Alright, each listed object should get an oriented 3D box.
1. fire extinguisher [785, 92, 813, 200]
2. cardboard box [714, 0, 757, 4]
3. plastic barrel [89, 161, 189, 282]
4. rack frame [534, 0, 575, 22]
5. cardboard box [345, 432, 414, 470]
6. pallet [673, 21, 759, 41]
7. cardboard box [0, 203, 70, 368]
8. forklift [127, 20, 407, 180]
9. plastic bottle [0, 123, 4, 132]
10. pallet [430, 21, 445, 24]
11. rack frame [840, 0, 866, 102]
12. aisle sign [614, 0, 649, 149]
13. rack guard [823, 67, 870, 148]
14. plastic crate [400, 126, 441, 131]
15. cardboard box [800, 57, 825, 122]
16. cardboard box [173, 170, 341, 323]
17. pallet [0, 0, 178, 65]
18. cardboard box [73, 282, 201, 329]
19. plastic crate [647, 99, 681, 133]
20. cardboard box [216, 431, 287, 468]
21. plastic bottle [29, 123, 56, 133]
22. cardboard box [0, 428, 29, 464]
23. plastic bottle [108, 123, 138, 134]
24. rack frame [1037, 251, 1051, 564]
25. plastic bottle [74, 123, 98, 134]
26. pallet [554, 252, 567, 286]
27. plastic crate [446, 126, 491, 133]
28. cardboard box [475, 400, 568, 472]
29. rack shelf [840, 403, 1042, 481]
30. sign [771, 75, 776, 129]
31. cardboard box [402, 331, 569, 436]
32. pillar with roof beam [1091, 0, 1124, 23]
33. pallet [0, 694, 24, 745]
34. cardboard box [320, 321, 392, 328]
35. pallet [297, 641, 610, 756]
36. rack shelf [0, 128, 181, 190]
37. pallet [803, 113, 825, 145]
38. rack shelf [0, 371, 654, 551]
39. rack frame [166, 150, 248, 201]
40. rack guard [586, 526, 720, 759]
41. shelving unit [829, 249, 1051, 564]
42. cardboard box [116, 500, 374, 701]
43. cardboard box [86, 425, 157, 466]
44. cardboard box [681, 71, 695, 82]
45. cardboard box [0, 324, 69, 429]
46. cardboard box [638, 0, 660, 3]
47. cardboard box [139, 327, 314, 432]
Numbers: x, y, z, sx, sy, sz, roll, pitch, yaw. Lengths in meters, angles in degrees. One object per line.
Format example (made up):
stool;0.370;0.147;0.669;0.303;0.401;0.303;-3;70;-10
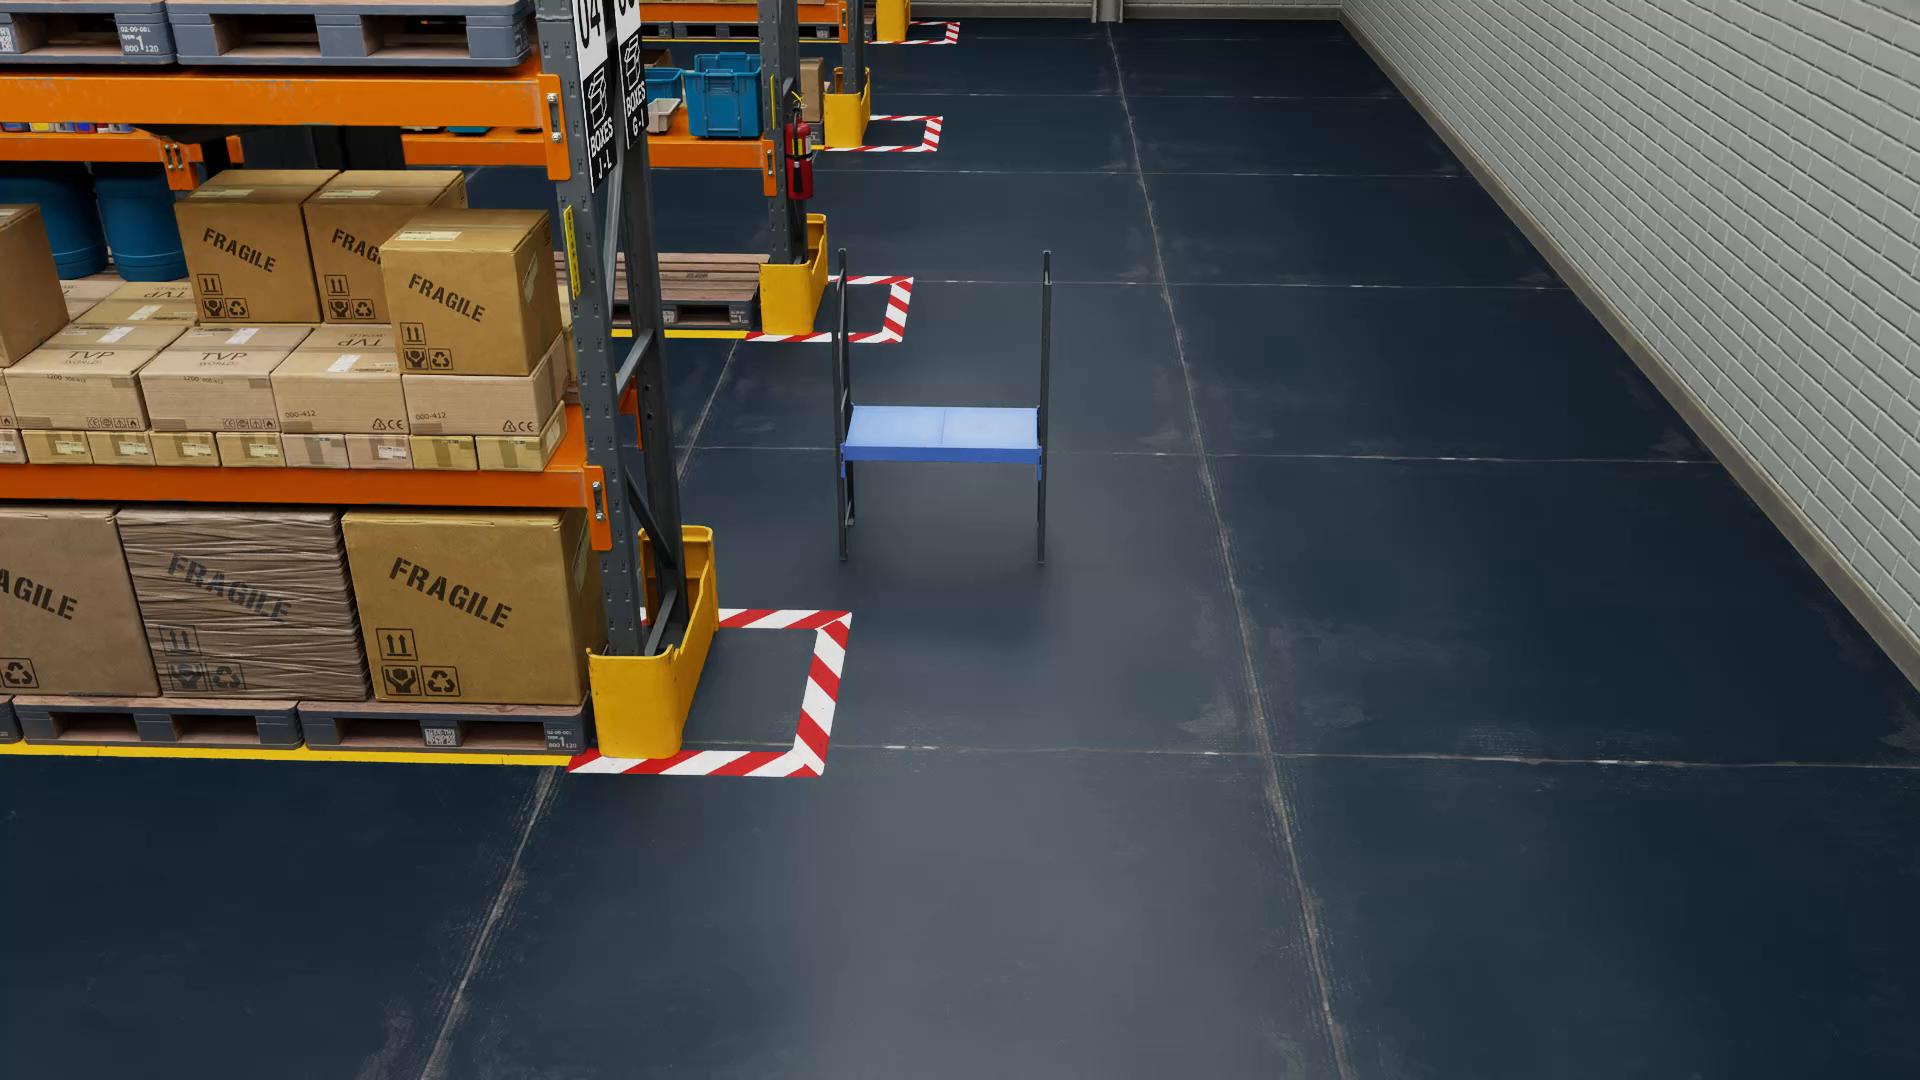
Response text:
fire extinguisher;-1.059;-2.582;10.898;0.183;0.674;0.296;1;28;2
cardboard box;-1.991;-5.245;15.336;0.500;0.500;0.500;1;28;2
plastic barrel;-5.735;-2.337;11.749;0.708;0.901;0.600;1;28;2
rack frame;-1.369;-3.328;5.420;0.127;3.000;1.000;1;28;2
cardboard box;-2.248;-0.426;6.620;0.250;0.149;0.380;1;28;2
pallet;-2.862;-6.399;20.596;1.213;0.211;1.003;1;28;2
cardboard box;-3.885;-0.994;6.465;0.500;0.500;0.500;0;28;0
forklift;-3.363;-1.157;7.803;1.130;2.935;3.031;21;35;35
plastic bottle;-6.466;-2.877;11.106;0.135;0.276;0.152;1;28;2
pallet;-6.838;-6.463;20.717;1.213;0.211;1.003;1;28;2
rack frame;-1.016;-5.314;15.572;0.127;3.000;1.000;1;28;2
aisle sign;-1.286;-1.965;6.479;0.004;0.787;0.394;1;28;2
rack guard;-1.092;-4.211;16.160;0.348;0.500;1.175;1;28;2
plastic crate;-3.672;-2.925;11.127;0.530;0.282;0.437;1;28;2
cardboard box;-1.568;-4.298;15.854;0.500;0.500;0.500;1;28;2
cardboard box;-2.857;-1.222;6.895;0.500;0.500;0.500;0;28;0
pallet;-3.333;-1.990;6.193;1.213;0.211;1.003;1;28;2
cardboard box;-3.383;-0.899;7.085;0.500;0.250;0.500;0;28;1
plastic crate;-2.016;-2.835;11.112;0.243;0.136;0.396;1;28;2
cardboard box;-2.757;-0.434;6.635;0.250;0.149;0.380;0;28;1
plastic bottle;-6.122;-2.902;11.075;0.185;0.351;0.144;1;28;2
cardboard box;-3.787;-0.451;6.666;0.250;0.149;0.380;1;28;2
plastic bottle;-5.597;-2.862;11.079;0.135;0.276;0.152;1;28;2
rack frame;0.423;-0.656;8.386;0.032;1.500;0.500;1;28;2
plastic bottle;-5.830;-2.848;11.045;0.133;0.283;0.061;1;28;2
pallet;-3.233;-1.817;11.952;1.213;0.211;1.003;1;28;2
plastic crate;-3.256;-2.862;11.062;0.300;0.233;0.416;1;28;2
cardboard box;-1.736;-0.418;6.605;0.250;0.149;0.380;1;28;3
rack shelf;-0.085;-0.505;8.486;1.000;0.185;0.538;1;28;2
sign;-1.197;-2.810;10.674;0.005;0.325;0.100;1;28;2
cardboard box;-1.863;-0.626;6.572;0.500;0.250;0.500;1;28;1
pillar with roof beam;1.732;-8.629;15.420;0.400;9.000;9.100;1;28;2
pallet;-4.609;0.538;7.510;1.213;0.211;1.003;1;28;2
cardboard box;-2.359;-0.882;7.055;0.500;0.250;0.500;1;28;1
pallet;-2.171;0.578;7.434;1.213;0.211;1.003;1;28;2
rack shelf;-7.190;-2.777;11.554;4.000;0.370;1.077;1;28;2
pallet;-1.888;-4.096;16.252;1.213;0.211;1.003;1;28;2
rack shelf;-3.368;-0.393;7.056;4.000;0.370;1.077;1;28;2
rack frame;-5.192;-3.062;11.323;0.127;3.000;1.000;1;28;2
rack guard;-1.345;0.427;7.410;0.348;0.500;1.175;1;28;2
shelving unit;-0.085;-0.664;8.401;1.048;1.500;0.538;1;28;2
cardboard box;-2.921;0.088;7.202;0.875;0.875;0.875;1;28;2
cardboard box;-3.264;-0.444;6.652;0.250;0.149;0.380;1;28;3
cardboard box;-2.548;-4.452;16.412;0.500;0.250;0.500;1;28;2
cardboard box;-3.891;-0.662;6.639;0.500;0.250;0.500;2;28;3
cardboard box;-2.993;-5.265;15.372;0.500;0.500;0.500;1;28;1
cardboard box;-2.878;-0.643;6.604;0.500;0.250;0.500;0;28;0
